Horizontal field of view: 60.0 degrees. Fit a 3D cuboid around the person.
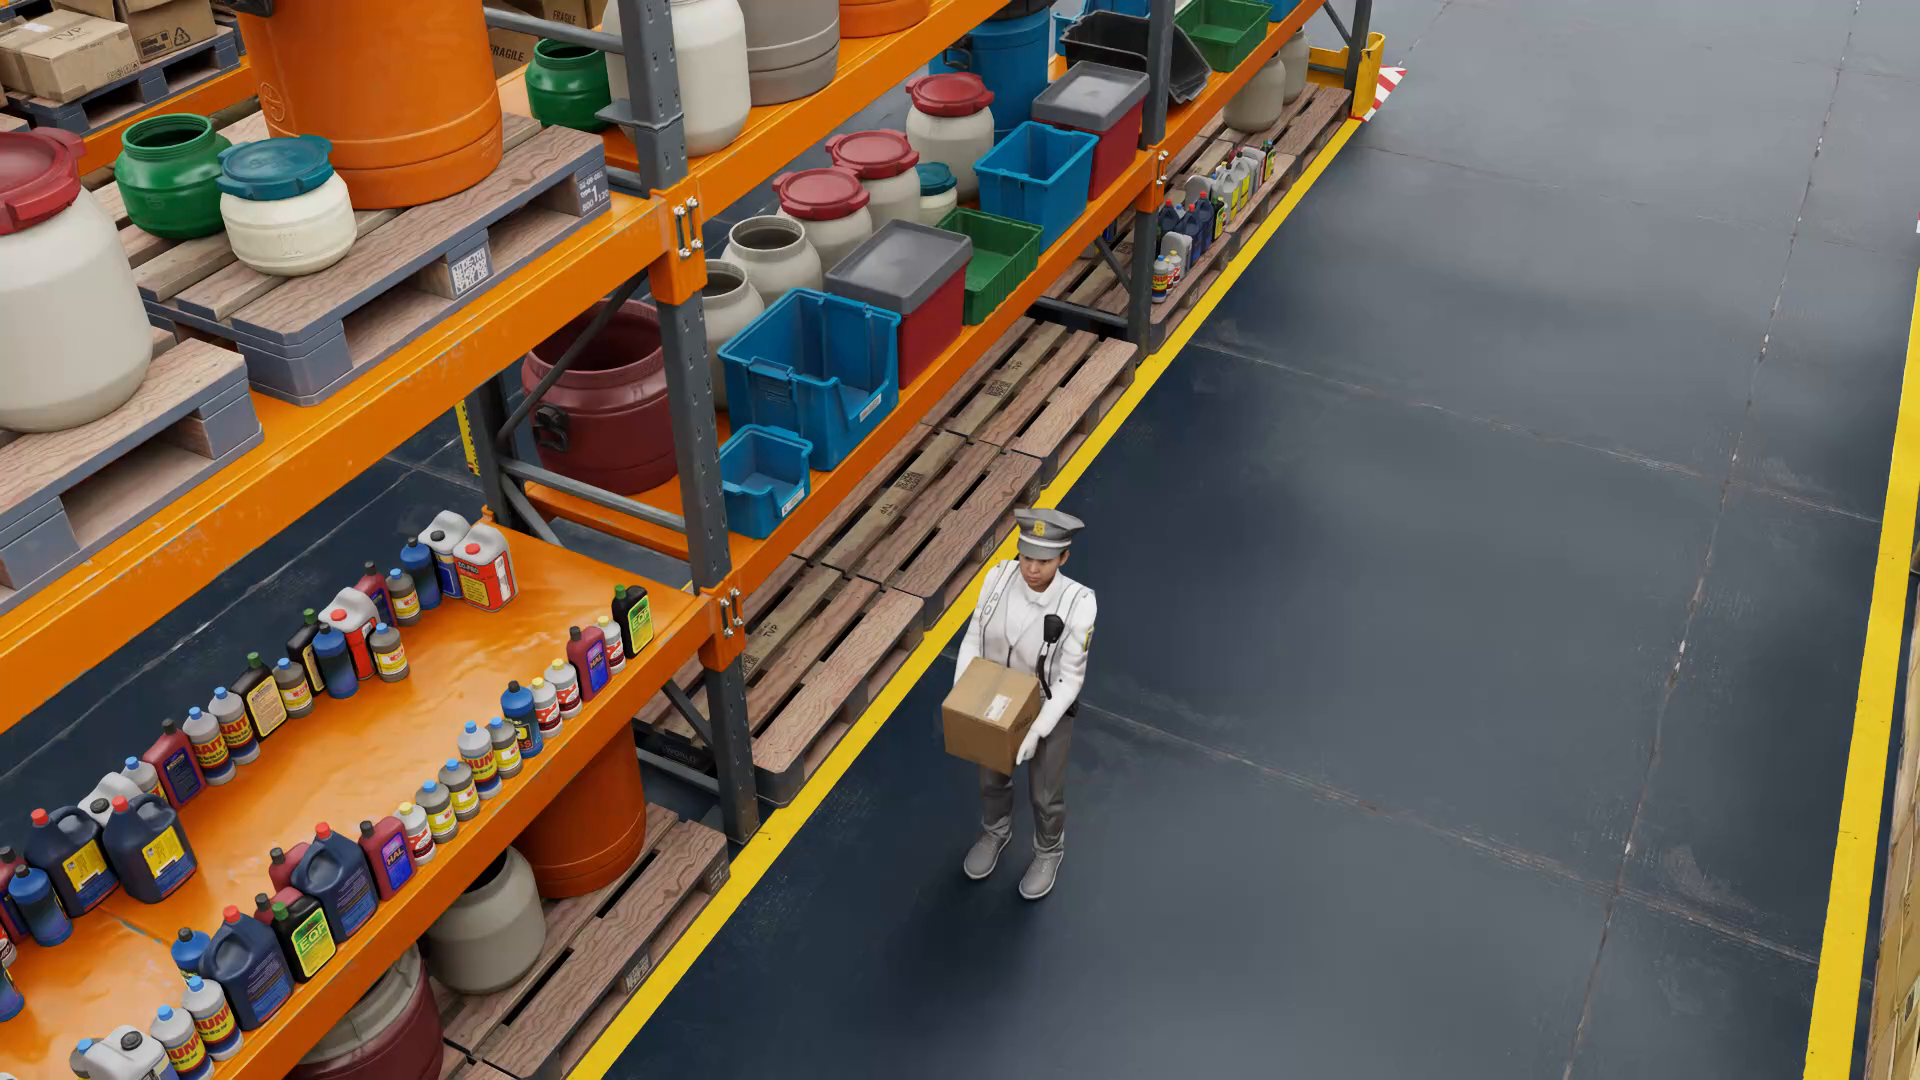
[{"bbox_3d":[0.240,0.601,5.938,0.544,1.703,0.457,-20,42,-24],"label":"person"}]
